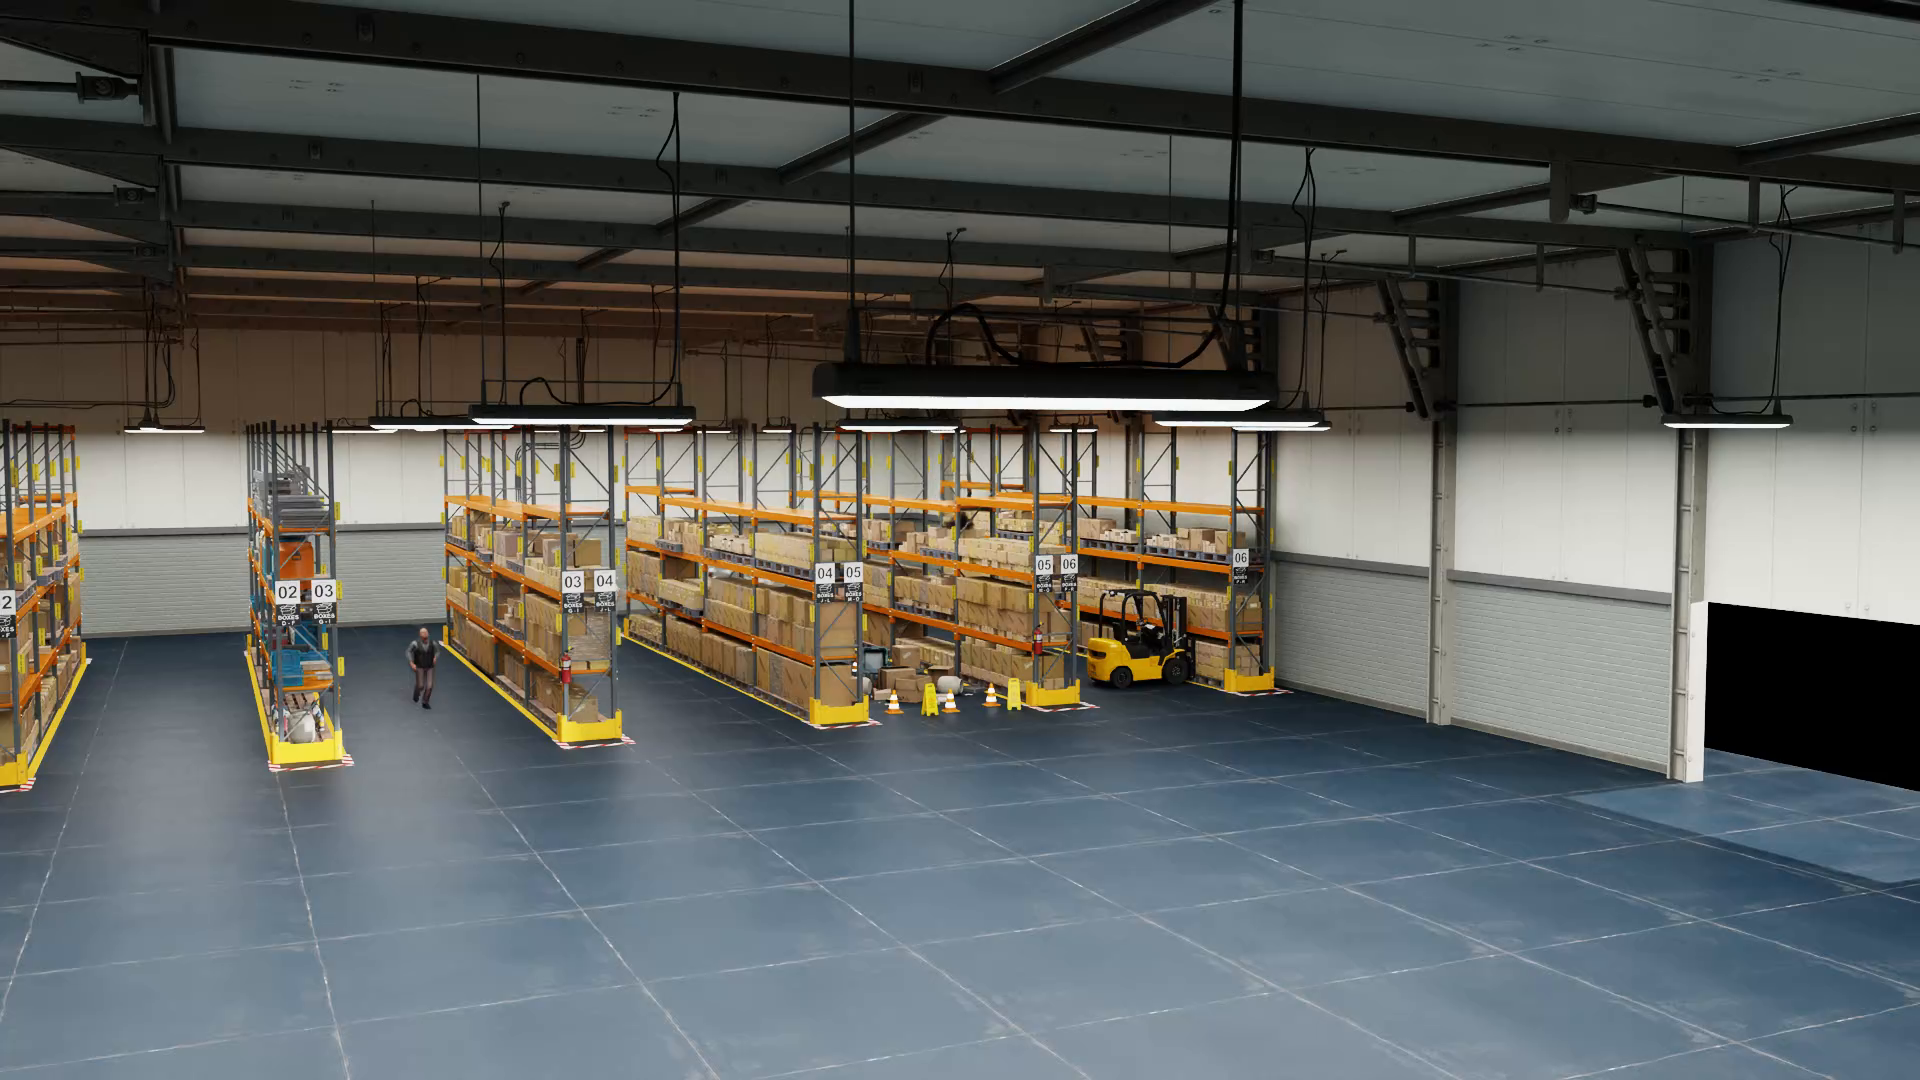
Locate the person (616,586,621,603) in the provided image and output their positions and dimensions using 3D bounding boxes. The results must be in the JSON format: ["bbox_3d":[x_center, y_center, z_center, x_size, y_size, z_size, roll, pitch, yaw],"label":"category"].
[{"bbox_3d":[-10.214,1.886,48.319,0.622,1.738,0.733,2,4,27],"label":"person"}]

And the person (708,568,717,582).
[{"bbox_3d":[-7.426,1.733,49.722,0.830,1.823,0.681,-2,4,-26],"label":"person"}]

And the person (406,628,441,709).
[{"bbox_3d":[-11.258,2.701,34.963,0.688,1.690,0.593,-2,4,-30],"label":"person"}]
